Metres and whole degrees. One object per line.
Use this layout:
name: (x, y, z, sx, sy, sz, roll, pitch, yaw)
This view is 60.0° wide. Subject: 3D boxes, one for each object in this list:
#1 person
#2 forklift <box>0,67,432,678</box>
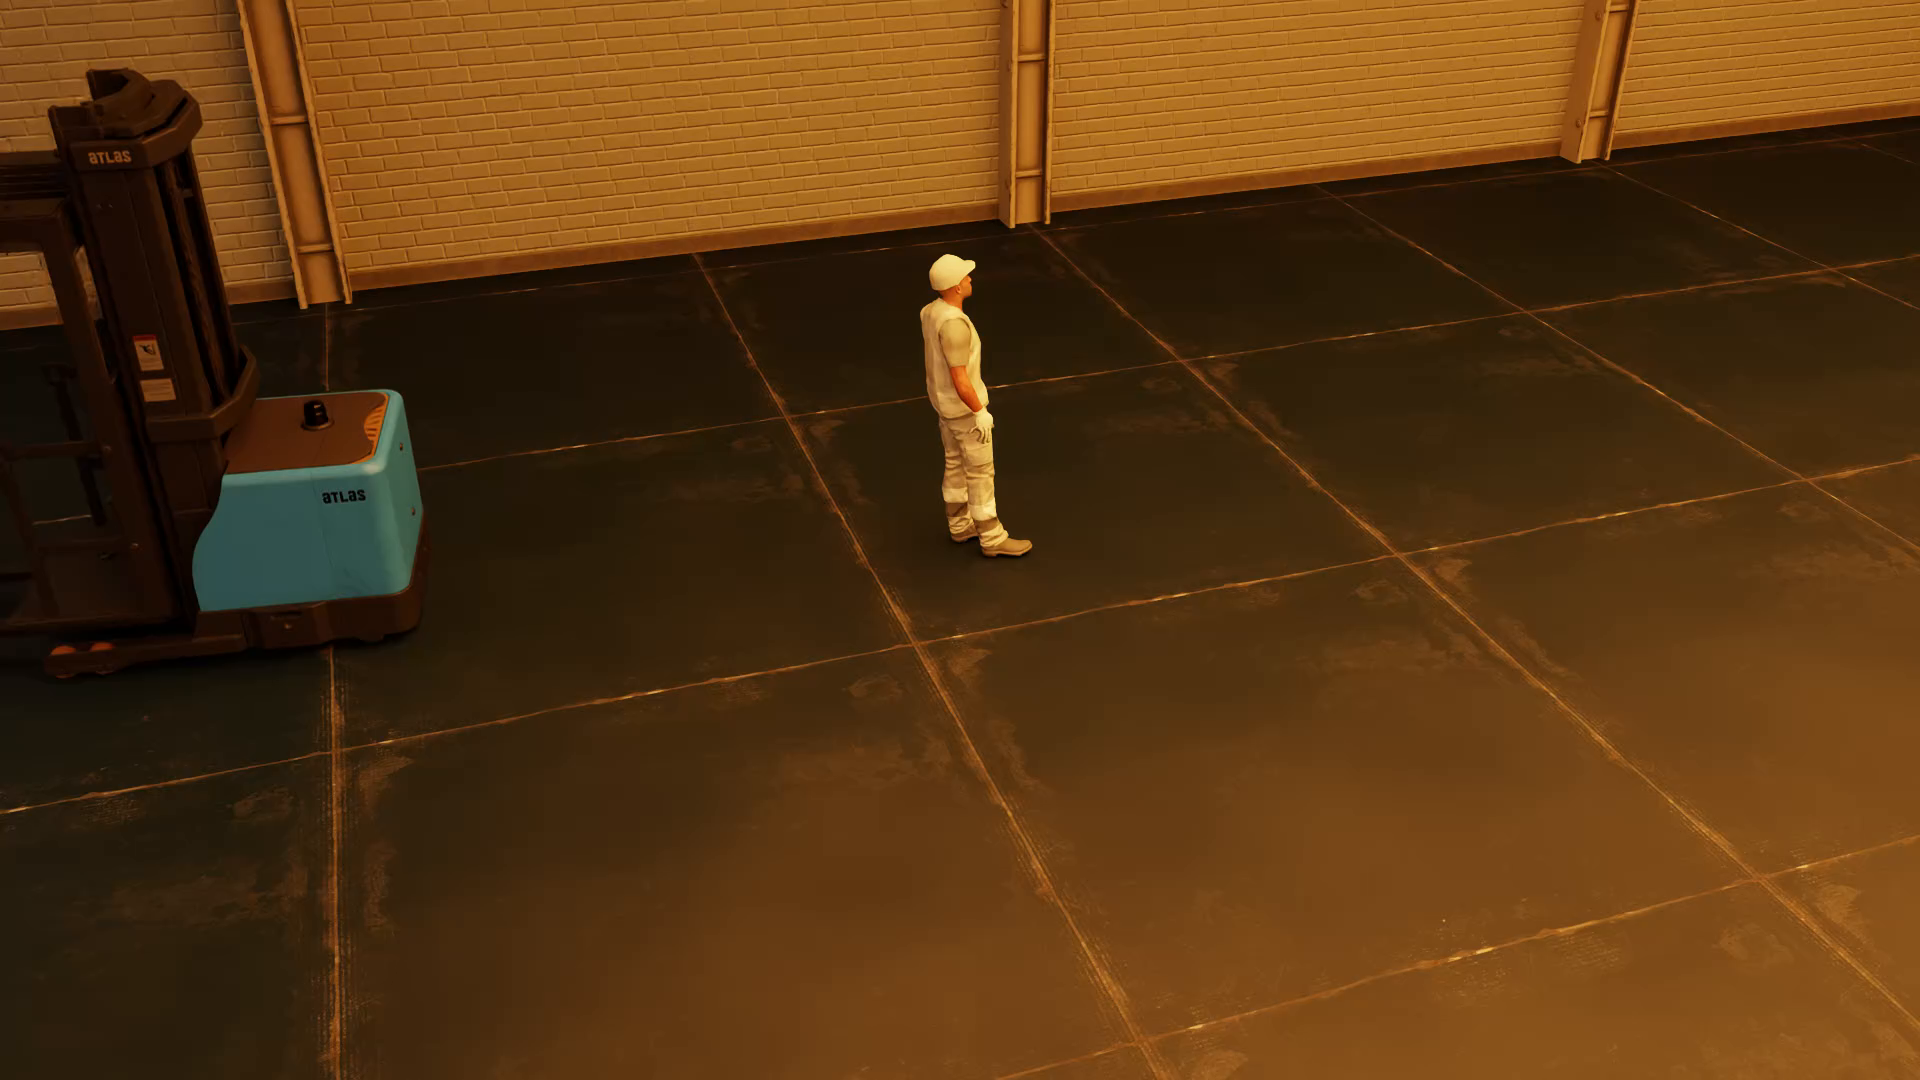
person: (0.080, -0.789, 9.588, 0.564, 1.787, 0.637, -10, 31, -16)
forklift: (-4.531, -0.829, 8.528, 3.031, 2.935, 1.130, -5, 30, -9)
